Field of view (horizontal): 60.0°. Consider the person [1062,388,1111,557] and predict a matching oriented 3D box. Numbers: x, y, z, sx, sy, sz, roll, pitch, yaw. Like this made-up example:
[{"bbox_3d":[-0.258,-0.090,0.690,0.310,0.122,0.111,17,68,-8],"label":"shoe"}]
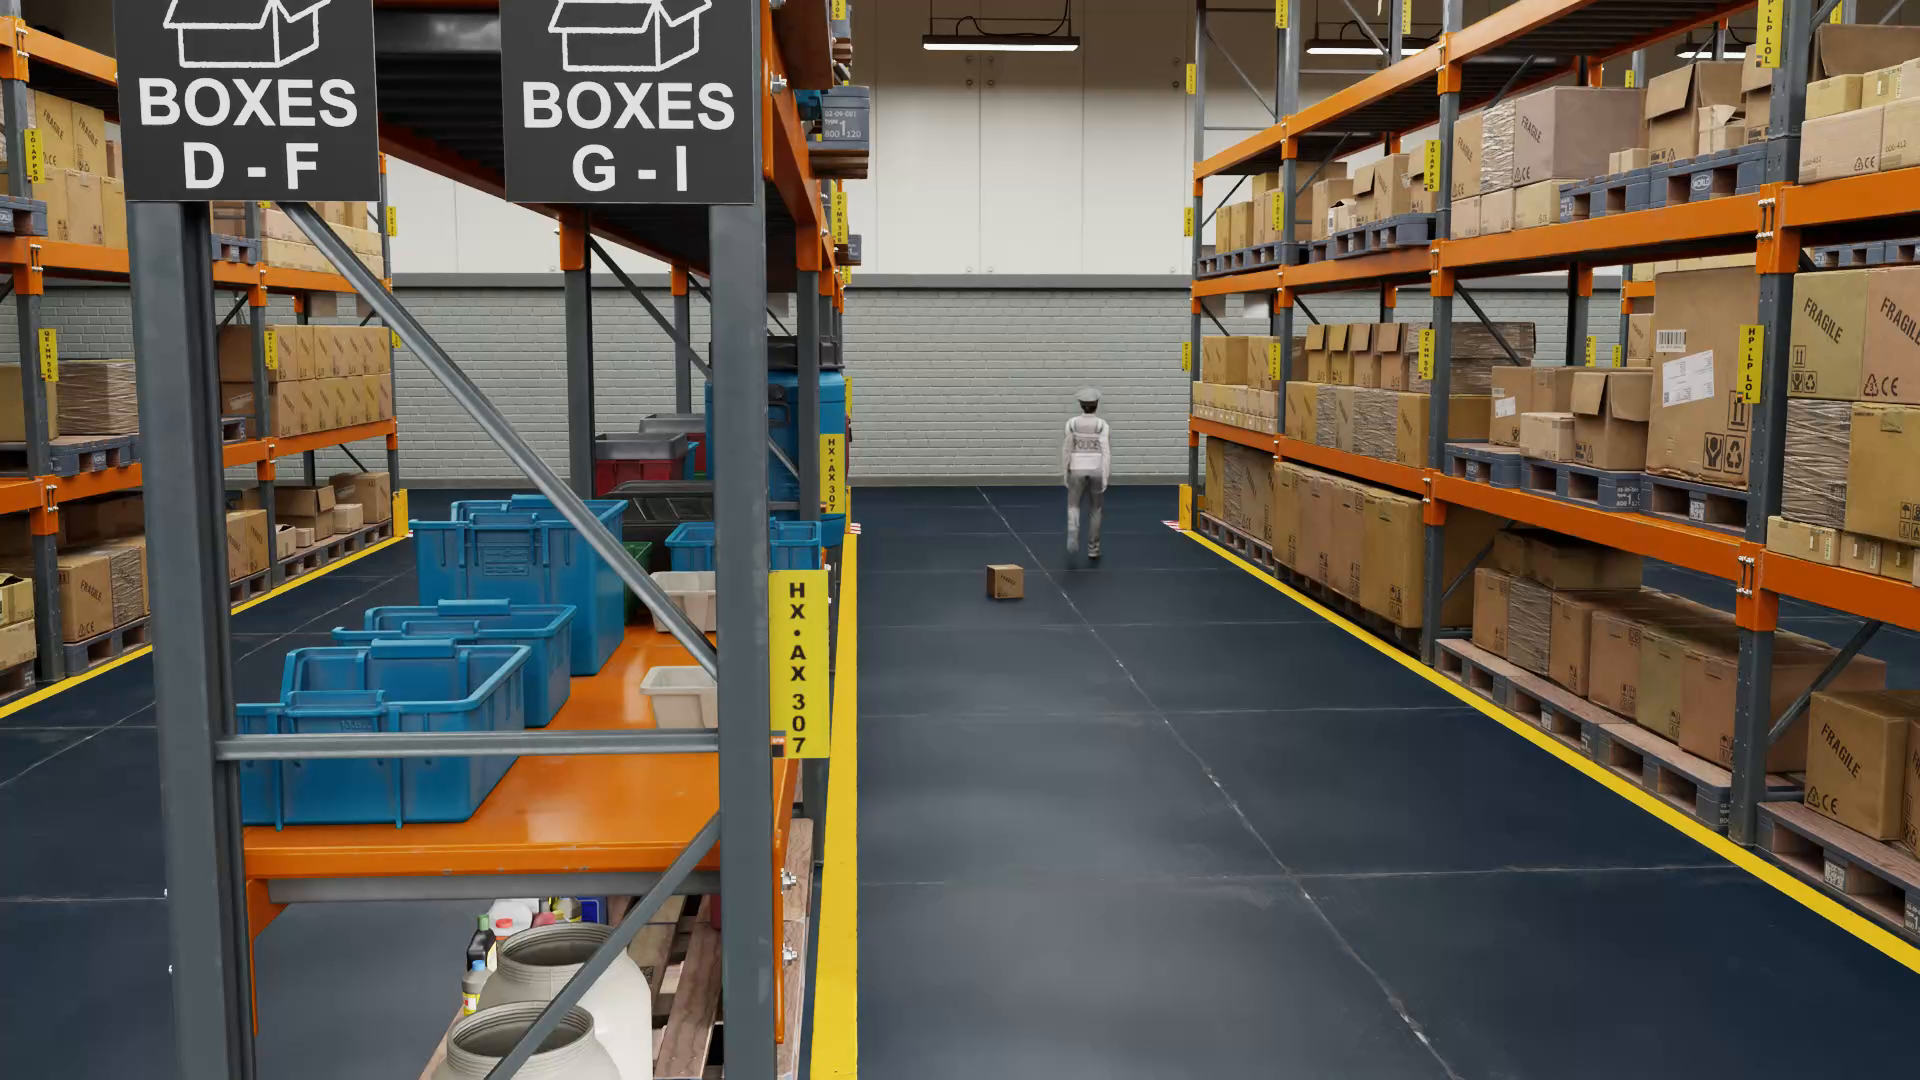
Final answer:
[{"bbox_3d":[1.233,-0.651,16.313,0.486,1.678,0.669,1,7,10],"label":"person"}]
